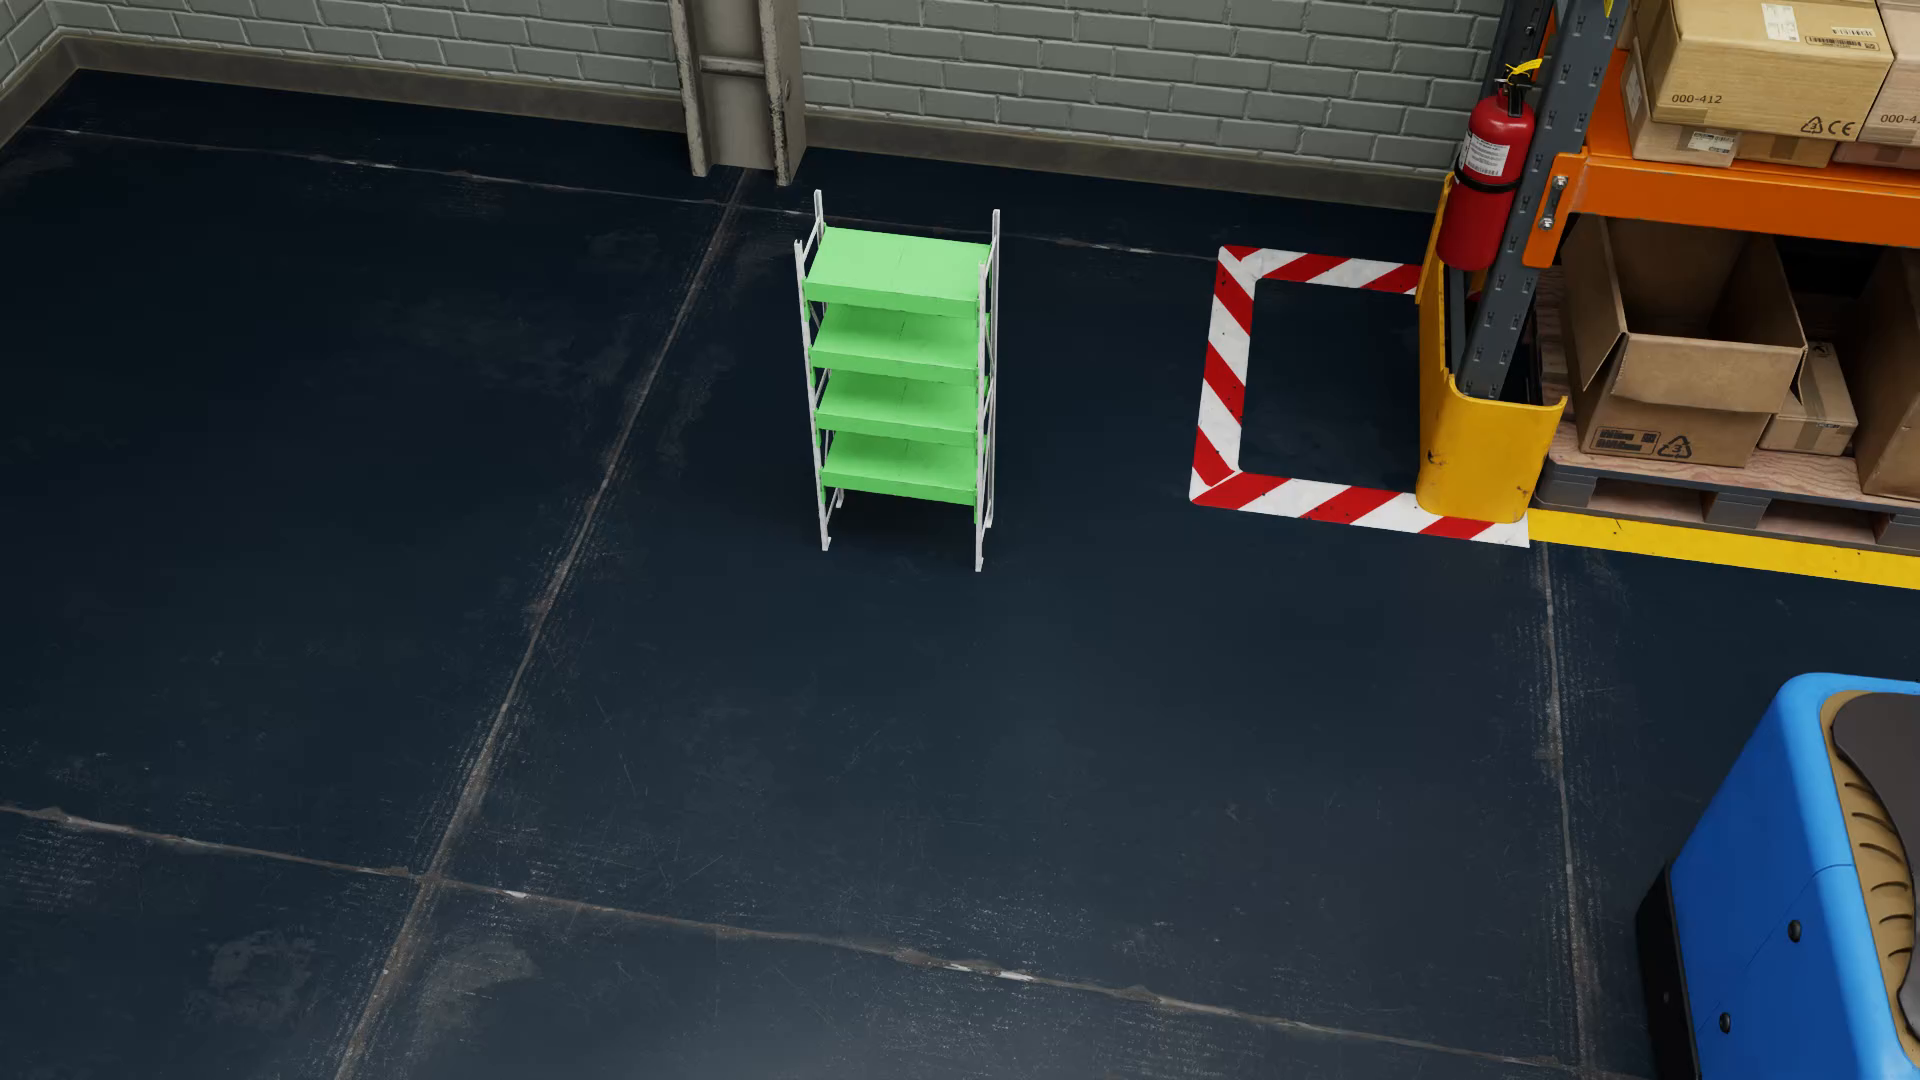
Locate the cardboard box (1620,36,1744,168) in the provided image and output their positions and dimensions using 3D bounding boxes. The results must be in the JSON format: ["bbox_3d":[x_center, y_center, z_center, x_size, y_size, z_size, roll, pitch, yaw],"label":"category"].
[{"bbox_3d":[1.935,-1.179,4.461,0.250,0.149,0.380,7,48,7],"label":"cardboard box"}]

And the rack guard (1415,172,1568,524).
[{"bbox_3d":[1.735,-0.661,5.508,0.348,0.500,1.175,8,49,7],"label":"rack guard"}]

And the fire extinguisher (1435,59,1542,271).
[{"bbox_3d":[1.434,-1.037,4.468,0.183,0.674,0.296,8,49,7],"label":"fire extinguisher"}]

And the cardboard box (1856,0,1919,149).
[{"bbox_3d":[2.555,-1.232,4.242,0.500,0.250,0.500,8,49,7],"label":"cardboard box"}]

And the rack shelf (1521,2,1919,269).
[{"bbox_3d":[3.629,-1.002,4.617,4.000,0.370,1.077,8,49,7],"label":"rack shelf"}]

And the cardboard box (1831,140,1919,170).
[{"bbox_3d":[2.458,-1.169,4.453,0.250,0.149,0.380,7,48,6],"label":"cardboard box"}]

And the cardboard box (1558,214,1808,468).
[{"bbox_3d":[2.246,-0.663,5.225,0.637,0.503,0.797,6,48,5],"label":"cardboard box"}]

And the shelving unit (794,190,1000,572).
[{"bbox_3d":[-0.163,-0.423,4.823,0.503,1.200,0.258,8,49,7],"label":"shelving unit"}]

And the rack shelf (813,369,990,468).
[{"bbox_3d":[-0.163,-0.380,4.871,0.480,0.148,0.258,8,49,7],"label":"rack shelf"}]

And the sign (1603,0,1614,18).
[{"bbox_3d":[1.564,-1.399,3.908,0.005,0.325,0.100,8,49,7],"label":"sign"}]

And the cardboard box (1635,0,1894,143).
[{"bbox_3d":[2.059,-1.299,4.301,0.500,0.250,0.500,8,49,7],"label":"cardboard box"}]

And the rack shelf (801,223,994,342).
[{"bbox_3d":[-0.163,-0.701,4.514,0.480,0.148,0.258,8,49,7],"label":"rack shelf"}]

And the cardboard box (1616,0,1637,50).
[{"bbox_3d":[2.034,-1.575,4.818,0.250,0.149,0.380,7,48,6],"label":"cardboard box"}]

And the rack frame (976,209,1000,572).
[{"bbox_3d":[0.077,-0.391,4.794,0.015,1.200,0.240,8,49,7],"label":"rack frame"}]

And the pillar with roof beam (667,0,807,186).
[{"bbox_3d":[-1.598,-1.377,0.438,0.400,9.000,9.100,8,49,7],"label":"pillar with roof beam"}]

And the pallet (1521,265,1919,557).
[{"bbox_3d":[2.520,-0.460,5.522,1.213,0.211,1.003,8,49,7],"label":"pallet"}]

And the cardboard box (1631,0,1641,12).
[{"bbox_3d":[2.160,-1.690,4.652,0.500,0.250,0.500,9,49,8],"label":"cardboard box"}]

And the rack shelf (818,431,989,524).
[{"bbox_3d":[-0.163,-0.220,5.049,0.480,0.148,0.258,8,49,7],"label":"rack shelf"}]

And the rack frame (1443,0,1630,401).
[{"bbox_3d":[1.661,-1.507,4.587,0.127,3.000,1.000,8,49,7],"label":"rack frame"}]

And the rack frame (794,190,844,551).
[{"bbox_3d":[-0.403,-0.455,4.852,0.015,1.200,0.240,8,49,7],"label":"rack frame"}]

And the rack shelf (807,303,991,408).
[{"bbox_3d":[-0.163,-0.541,4.692,0.480,0.148,0.258,8,49,7],"label":"rack shelf"}]

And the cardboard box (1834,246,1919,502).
[{"bbox_3d":[3.080,-0.520,5.099,0.500,0.500,0.700,9,49,8],"label":"cardboard box"}]

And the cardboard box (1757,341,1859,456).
[{"bbox_3d":[2.657,-0.459,5.280,0.250,0.149,0.380,6,48,5],"label":"cardboard box"}]

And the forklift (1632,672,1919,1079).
[{"bbox_3d":[3.163,0.525,2.808,3.031,2.935,1.130,6,48,5],"label":"forklift"}]

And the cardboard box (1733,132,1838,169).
[{"bbox_3d":[2.194,-1.179,4.461,0.250,0.149,0.380,9,49,8],"label":"cardboard box"}]
